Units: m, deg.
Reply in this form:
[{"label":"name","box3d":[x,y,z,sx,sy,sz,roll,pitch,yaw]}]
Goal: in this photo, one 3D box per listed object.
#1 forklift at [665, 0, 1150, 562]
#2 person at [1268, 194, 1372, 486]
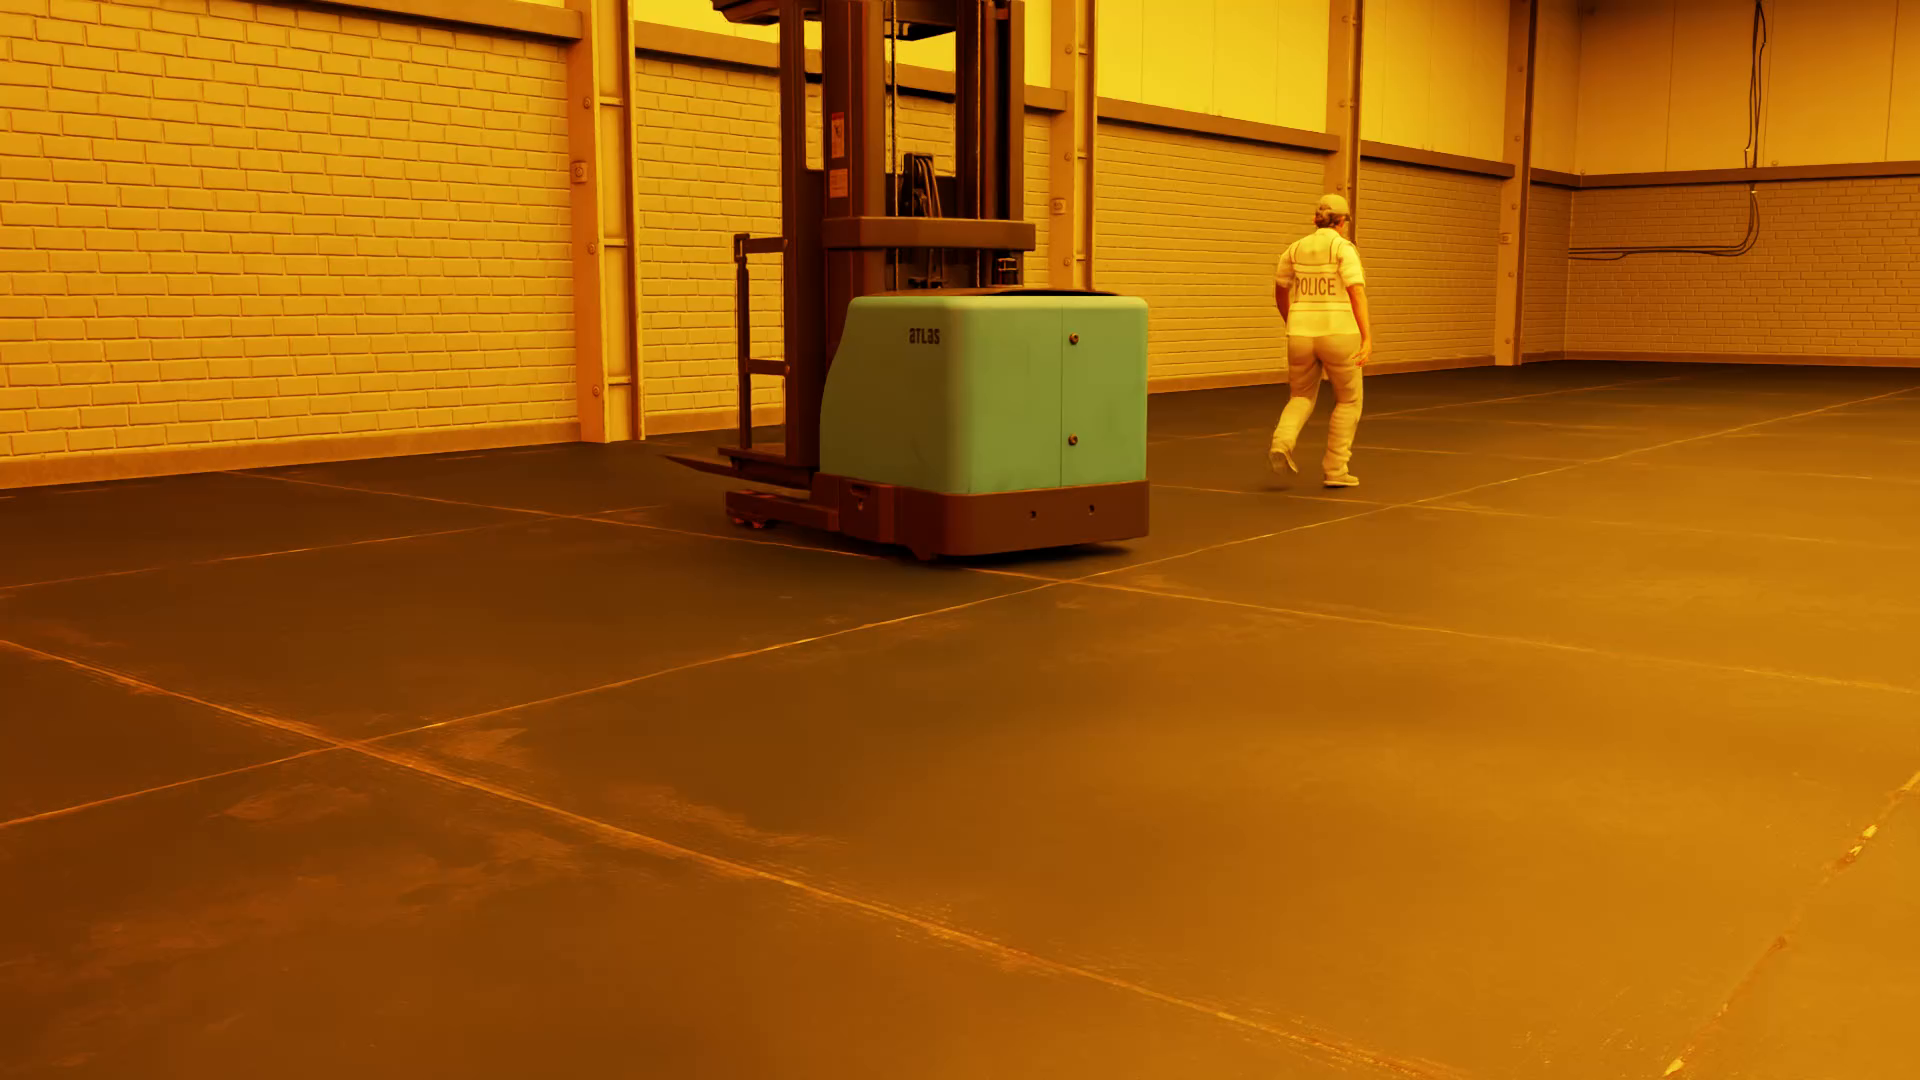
[{"label":"forklift","box3d":[-0.455,-1.534,7.764,1.130,2.935,3.031,-6,10,-35]},{"label":"person","box3d":[2.047,-1.116,9.379,0.719,1.648,0.564,7,11,40]}]
